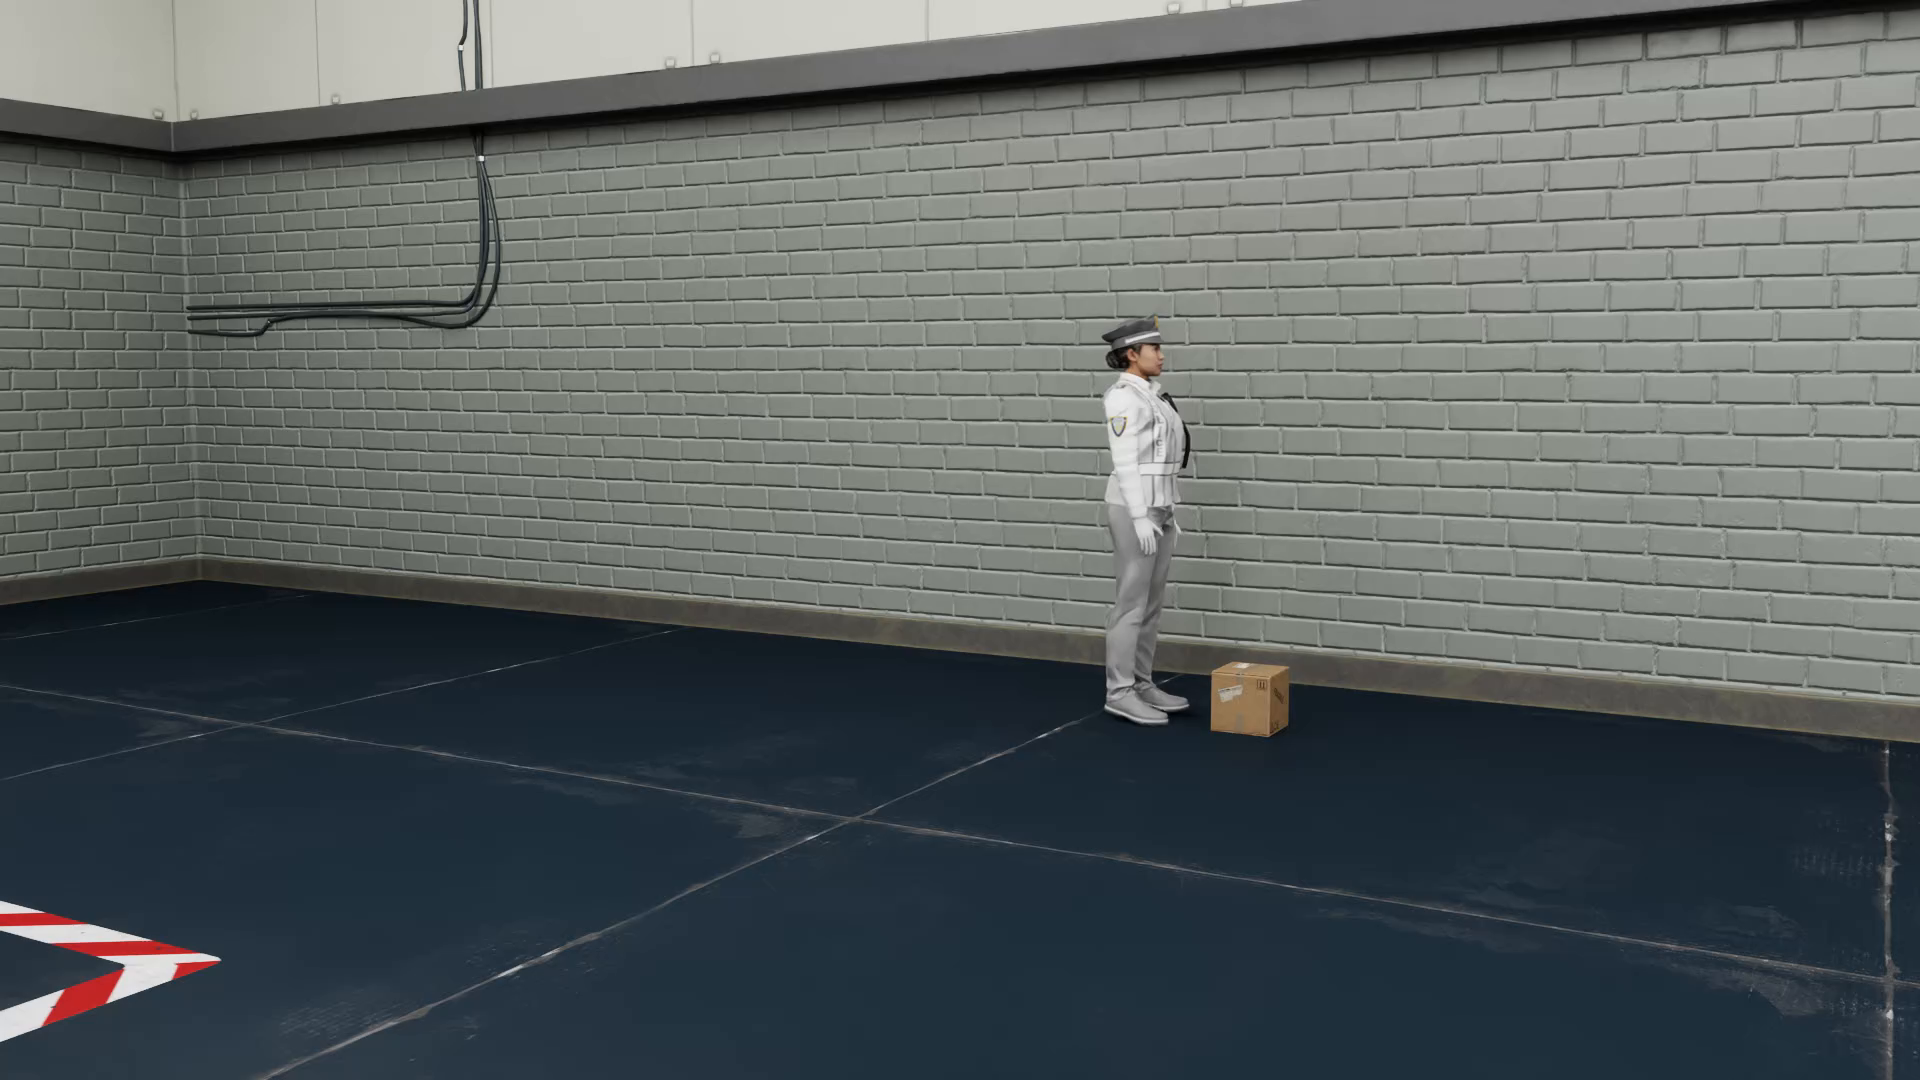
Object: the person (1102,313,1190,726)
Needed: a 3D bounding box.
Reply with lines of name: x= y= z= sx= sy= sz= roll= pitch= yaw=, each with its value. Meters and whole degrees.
person: x=0.779 y=-0.100 z=7.038 sx=0.376 sy=1.705 sz=0.498 roll=3 pitch=7 yaw=23
